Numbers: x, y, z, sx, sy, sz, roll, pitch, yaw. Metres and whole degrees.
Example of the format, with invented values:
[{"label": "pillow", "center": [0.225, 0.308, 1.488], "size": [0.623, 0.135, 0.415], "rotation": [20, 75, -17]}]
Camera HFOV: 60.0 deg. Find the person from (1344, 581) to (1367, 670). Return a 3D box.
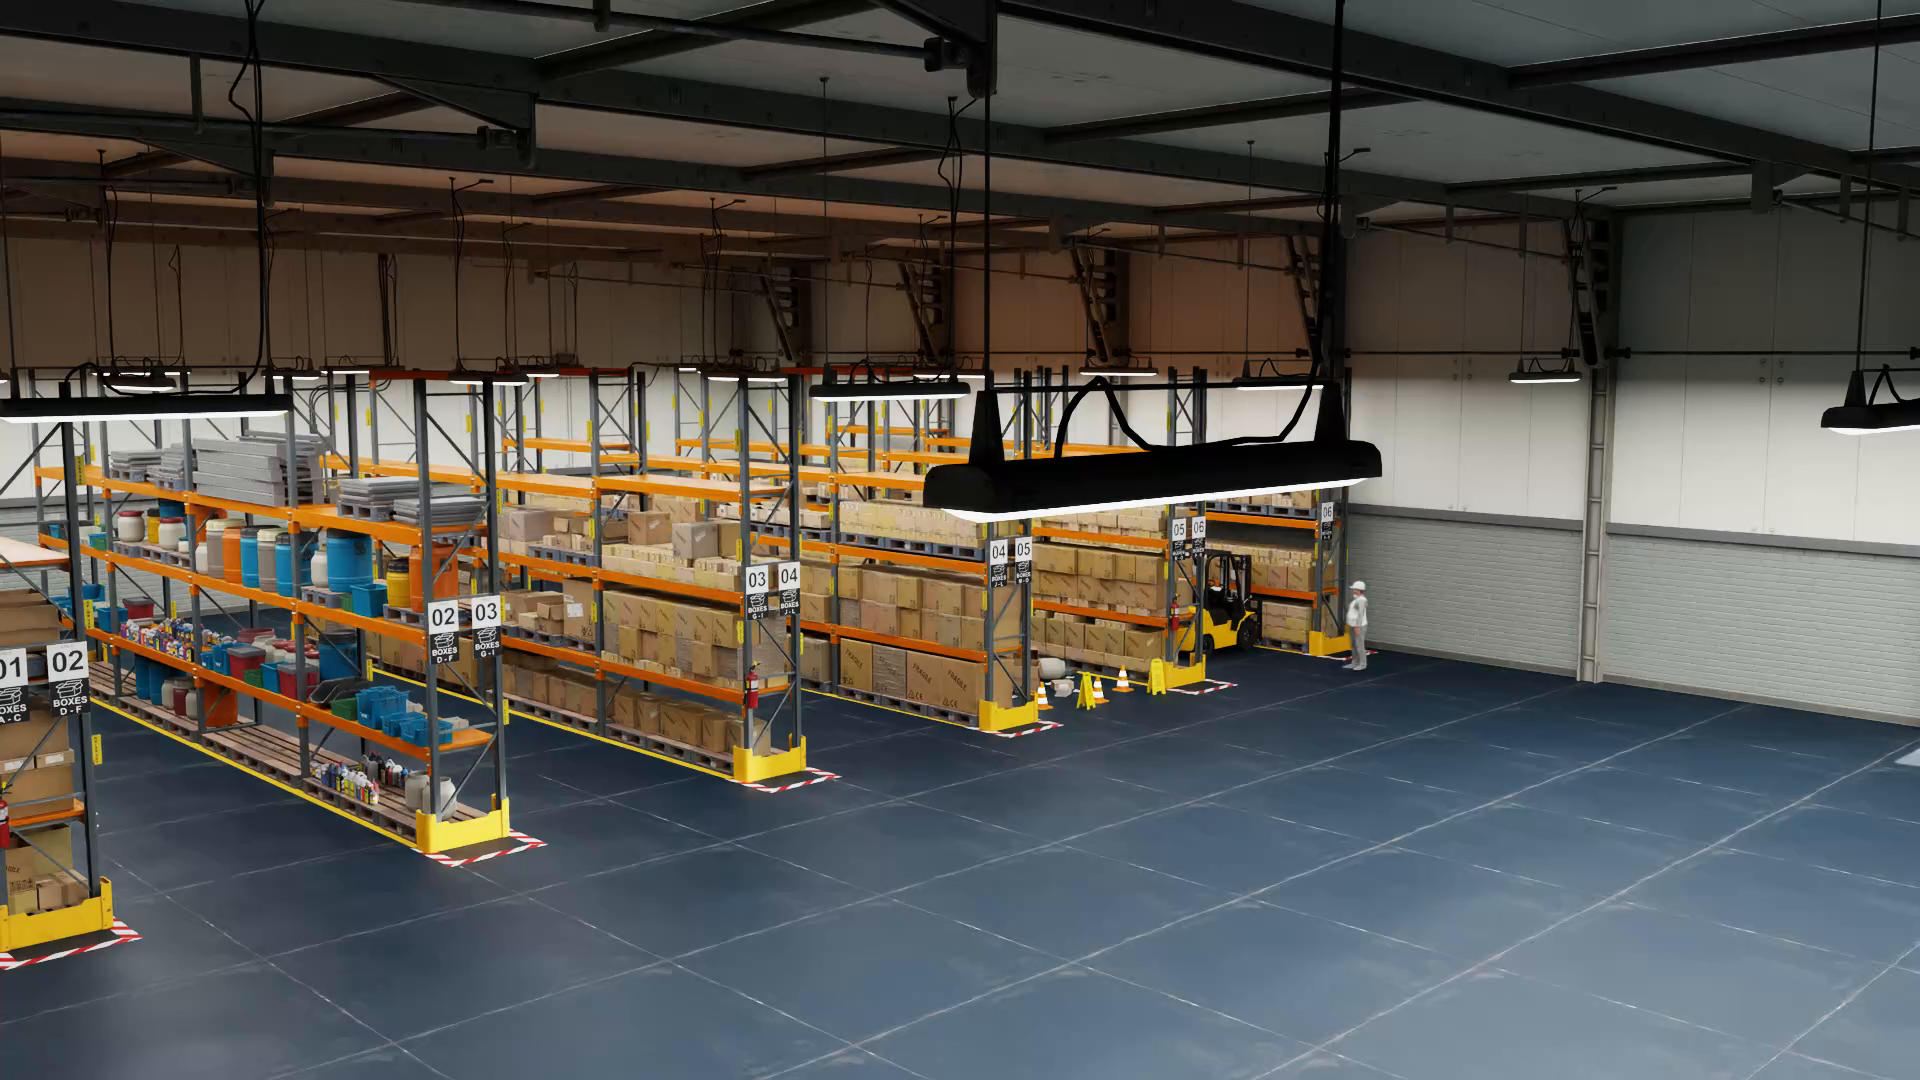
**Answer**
[{"label": "person", "center": [7.923, 1.706, 33.237], "size": [0.406, 1.785, 0.616], "rotation": [-2, 7, -16]}]
